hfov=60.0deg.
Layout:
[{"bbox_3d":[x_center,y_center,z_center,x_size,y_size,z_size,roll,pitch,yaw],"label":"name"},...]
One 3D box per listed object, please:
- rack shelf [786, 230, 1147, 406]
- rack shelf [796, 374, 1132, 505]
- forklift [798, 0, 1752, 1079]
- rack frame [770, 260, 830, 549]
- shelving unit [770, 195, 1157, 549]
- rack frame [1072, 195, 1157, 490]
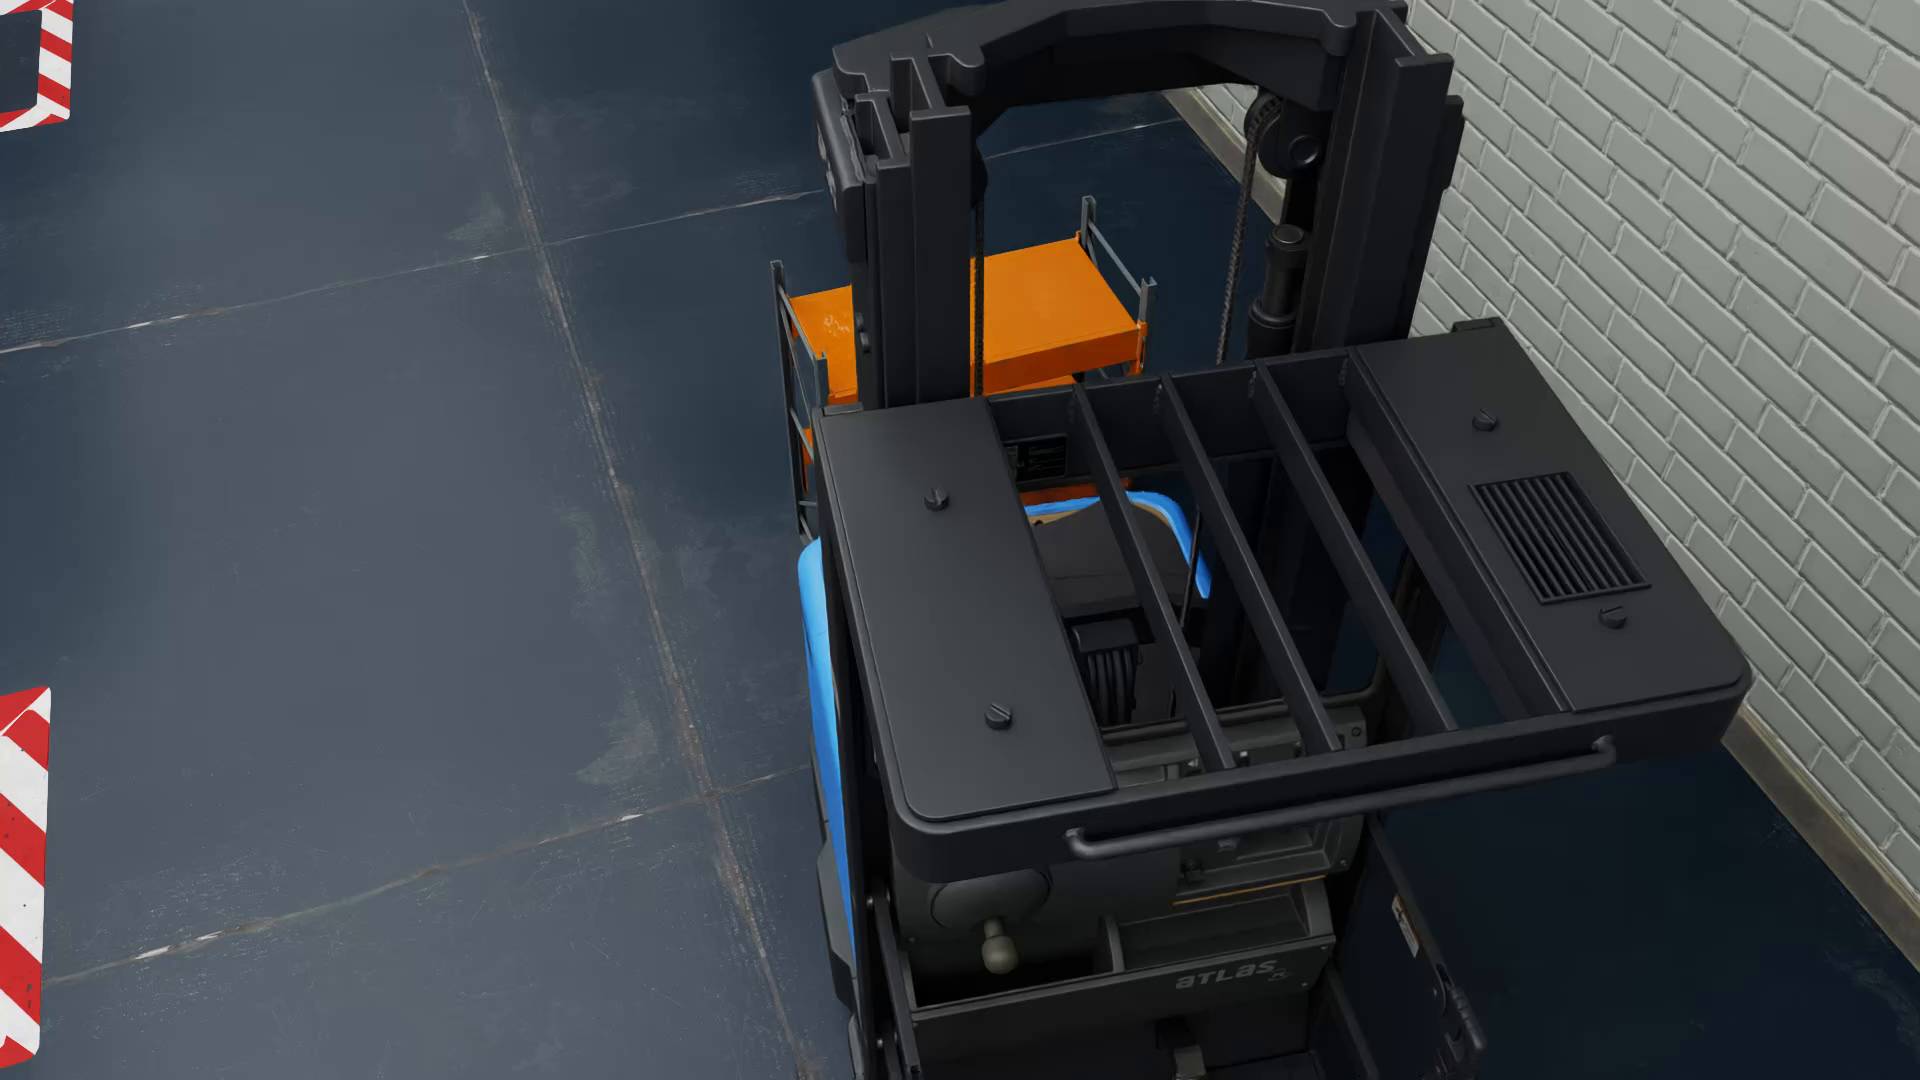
[{"bbox_3d":[0.006,-0.605,5.146,1.000,0.278,0.538,-14,47,-14],"label":"rack shelf"},{"bbox_3d":[0.006,-0.226,5.526,1.000,0.278,0.538,-14,47,-14],"label":"rack shelf"},{"bbox_3d":[0.373,0.667,3.016,1.130,2.935,3.031,-8,46,-8],"label":"forklift"},{"bbox_3d":[-0.472,-0.276,5.231,0.032,1.125,0.500,-14,47,-14],"label":"rack frame"},{"bbox_3d":[0.006,-0.399,5.353,1.048,1.125,0.538,-14,47,-14],"label":"shelving unit"},{"bbox_3d":[0.484,-0.521,5.475,0.032,1.125,0.500,-14,47,-14],"label":"rack frame"}]
